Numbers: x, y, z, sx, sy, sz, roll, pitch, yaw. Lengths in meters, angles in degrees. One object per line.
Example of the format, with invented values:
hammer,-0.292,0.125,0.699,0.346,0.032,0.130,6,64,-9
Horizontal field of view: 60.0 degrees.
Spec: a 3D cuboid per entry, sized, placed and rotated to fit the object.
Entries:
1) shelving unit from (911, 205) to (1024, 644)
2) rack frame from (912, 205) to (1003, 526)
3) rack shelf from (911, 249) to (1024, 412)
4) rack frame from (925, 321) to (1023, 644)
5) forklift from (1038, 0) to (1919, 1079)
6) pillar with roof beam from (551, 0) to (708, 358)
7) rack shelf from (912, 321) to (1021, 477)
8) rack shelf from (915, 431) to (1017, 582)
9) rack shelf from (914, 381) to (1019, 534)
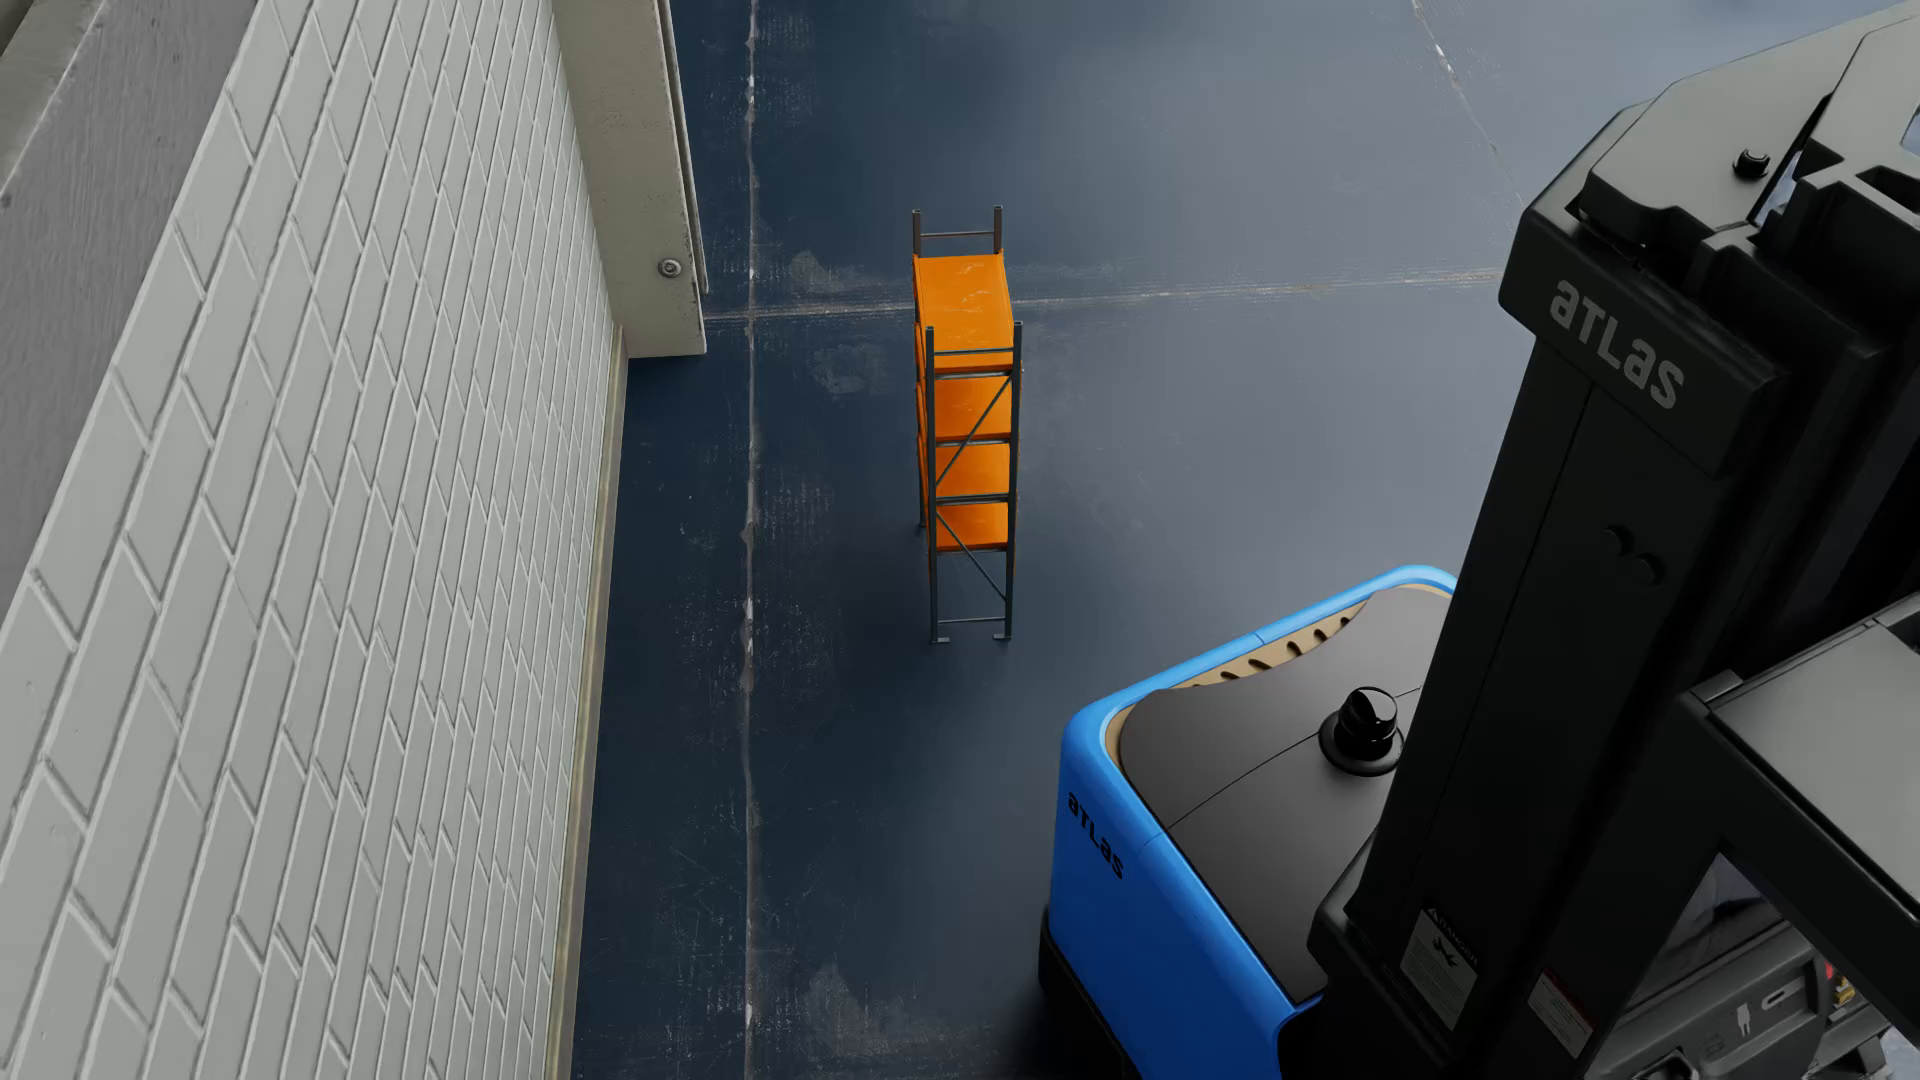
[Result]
shelving unit,0.014,-0.293,4.701,0.258,1.200,0.503,-3,47,-3
rack frame,-0.007,-0.469,4.868,0.240,1.200,0.015,-3,47,-3
rack shelf,0.014,-0.563,4.416,0.258,0.148,0.480,-3,47,-3
rack frame,0.034,-0.116,4.534,0.240,1.200,0.015,-3,47,-3
forklift,1.341,0.870,2.407,1.130,2.935,3.031,-22,50,-19
pillar with roof beam,3.222,-4.148,2.980,9.100,9.000,0.400,-3,47,-3
rack shelf,0.014,-0.400,4.587,0.258,0.148,0.480,-3,47,-3
rack shelf,0.014,-0.110,4.894,0.258,0.148,0.480,-3,47,-3
rack shelf,0.014,-0.247,4.750,0.258,0.148,0.480,-3,47,-3
